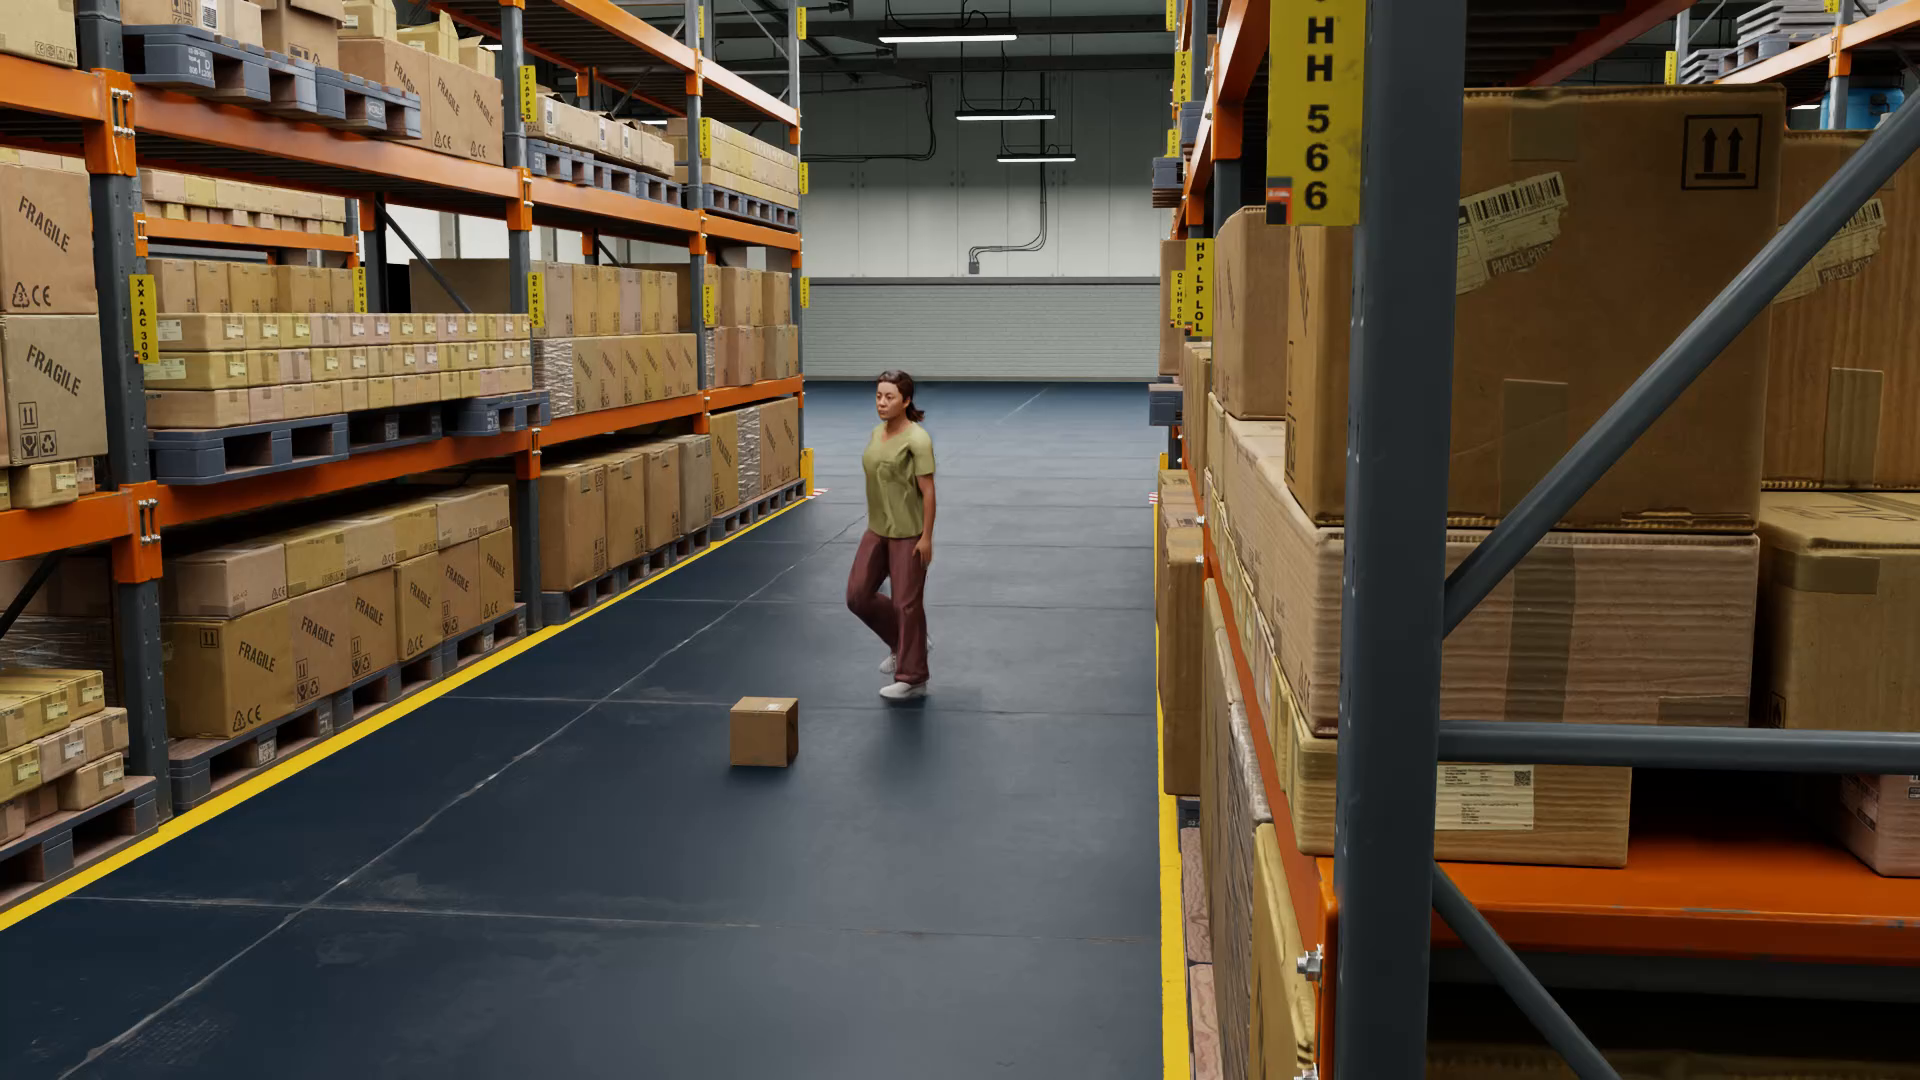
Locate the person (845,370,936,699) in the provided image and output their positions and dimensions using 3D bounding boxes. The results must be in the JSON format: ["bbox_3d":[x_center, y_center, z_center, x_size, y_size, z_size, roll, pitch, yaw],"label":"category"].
[{"bbox_3d":[-0.281,-0.027,8.417,0.489,1.663,0.508,-7,11,-43],"label":"person"}]
